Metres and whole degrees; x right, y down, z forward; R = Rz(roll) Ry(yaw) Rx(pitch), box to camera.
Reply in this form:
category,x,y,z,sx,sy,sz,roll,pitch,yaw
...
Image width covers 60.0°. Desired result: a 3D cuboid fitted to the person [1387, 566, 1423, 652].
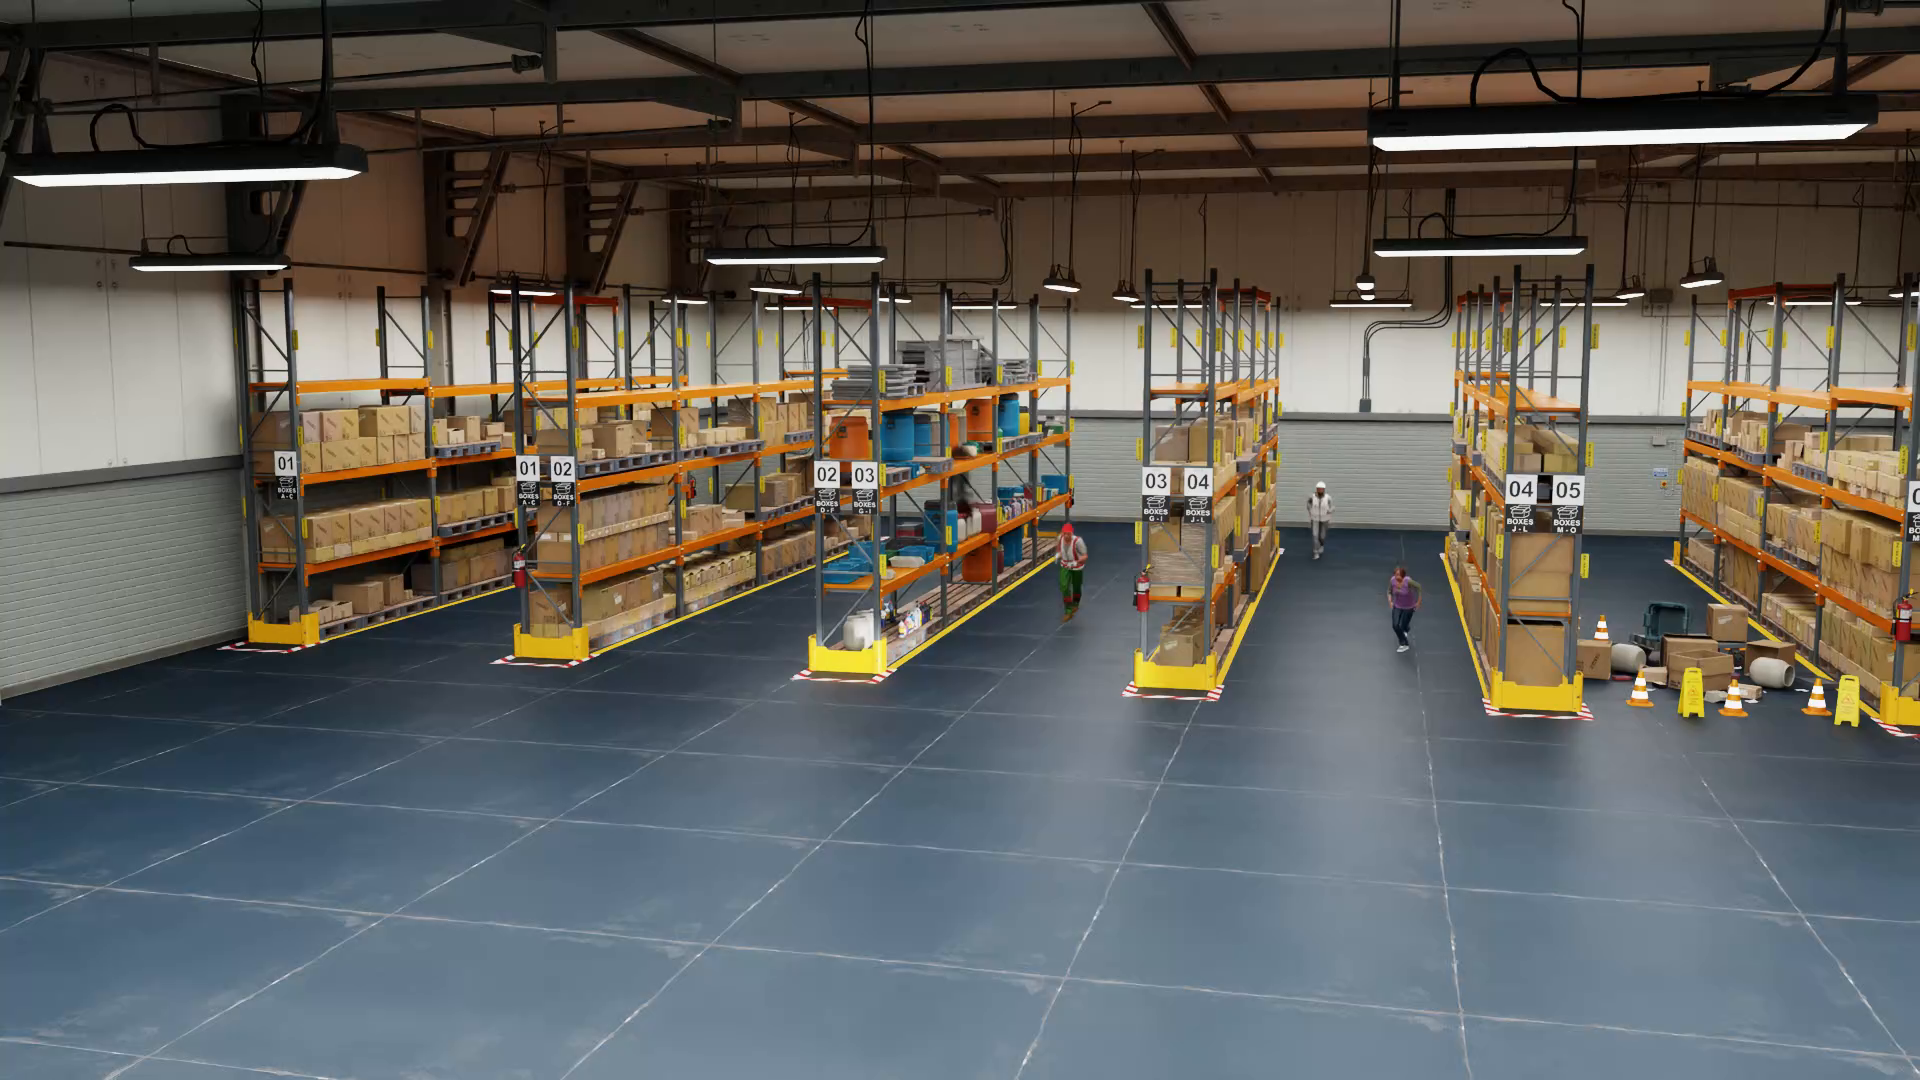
category,x,y,z,sx,sy,sz,roll,pitch,yaw
person,7.158,1.067,26.741,0.561,1.358,0.785,4,8,28

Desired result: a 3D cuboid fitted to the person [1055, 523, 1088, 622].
category,x,y,z,sx,sy,sz,roll,pitch,yaw
person,1.910,0.515,28.438,0.685,1.684,1.057,3,7,20

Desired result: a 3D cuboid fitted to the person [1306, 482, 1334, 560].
category,x,y,z,sx,sy,sz,roll,pitch,yaw
person,8.303,-0.472,38.339,0.628,1.762,0.968,1,7,10
